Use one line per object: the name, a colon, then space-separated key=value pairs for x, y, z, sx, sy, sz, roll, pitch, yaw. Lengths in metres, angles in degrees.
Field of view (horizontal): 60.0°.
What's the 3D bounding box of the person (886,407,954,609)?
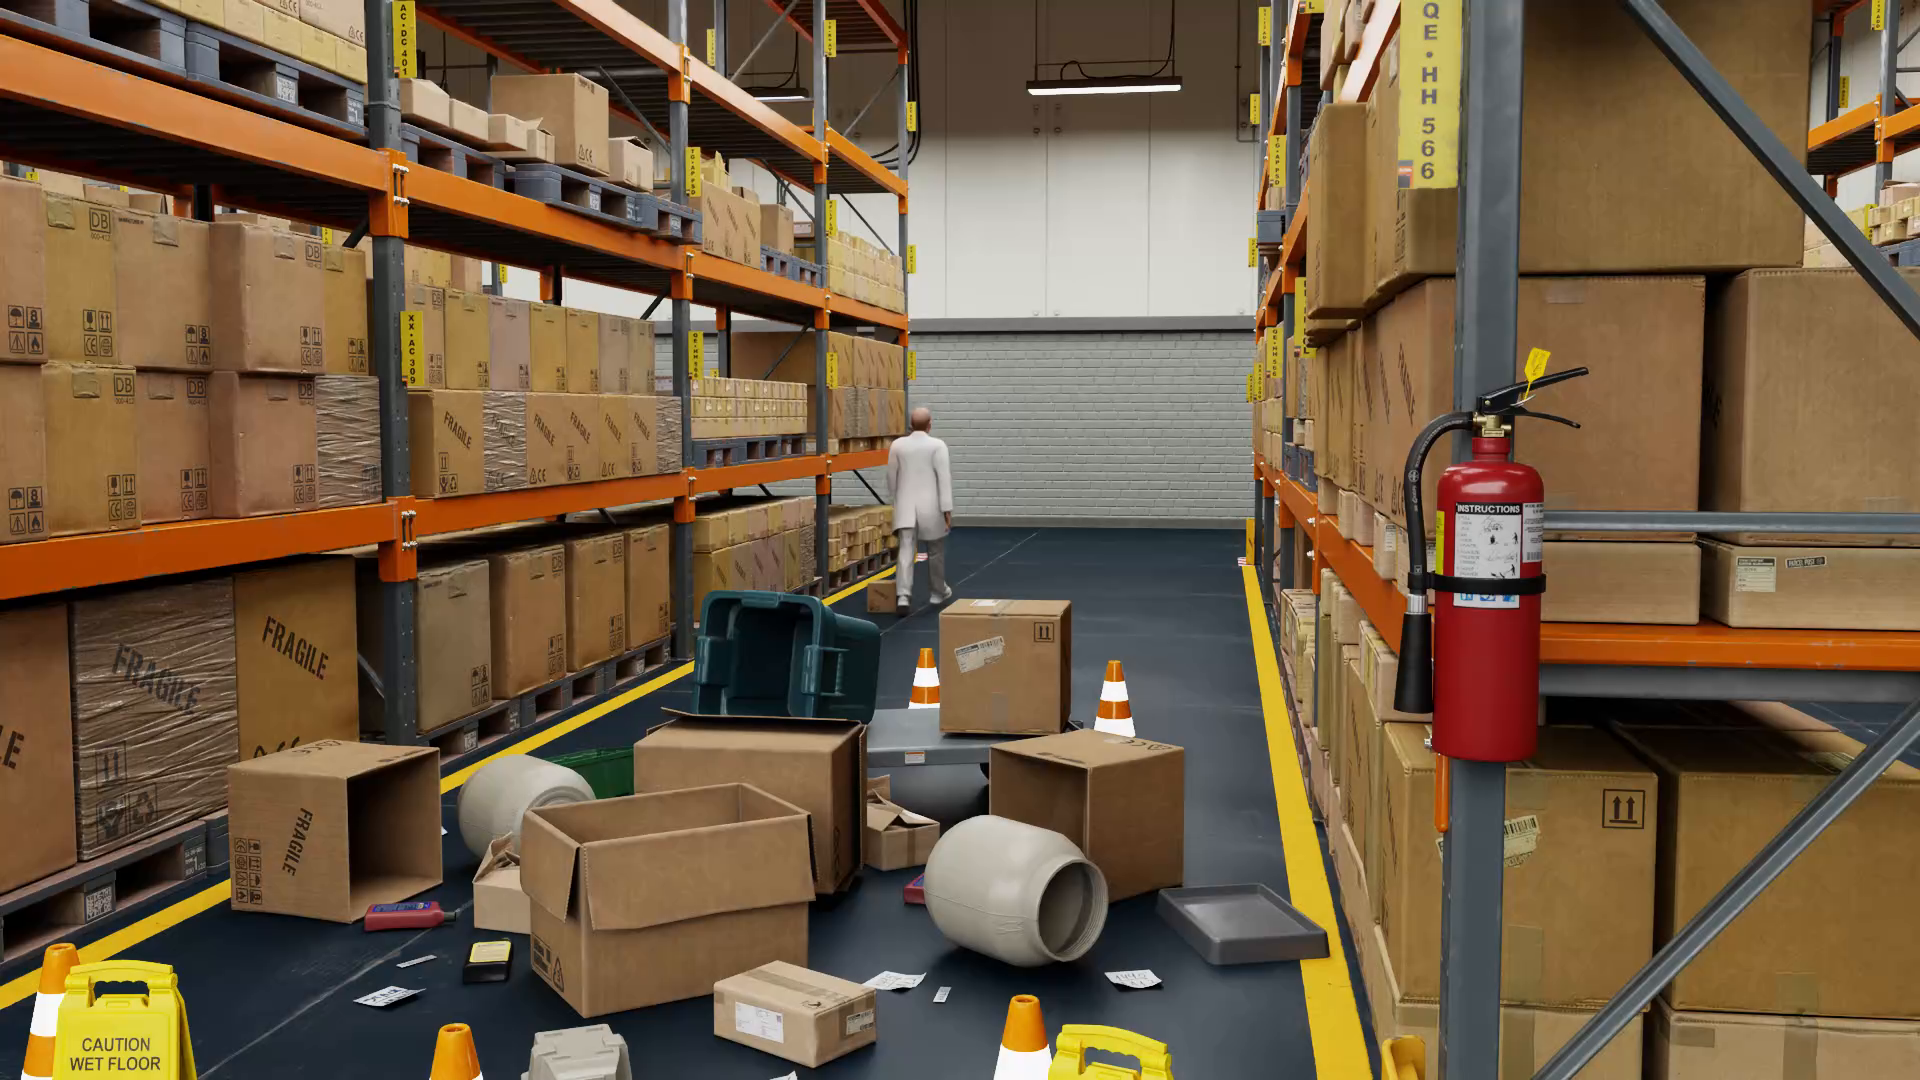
person: x=-0.329 y=-0.284 z=14.288 sx=0.618 sy=1.715 sz=1.166 roll=1 pitch=4 yaw=10
